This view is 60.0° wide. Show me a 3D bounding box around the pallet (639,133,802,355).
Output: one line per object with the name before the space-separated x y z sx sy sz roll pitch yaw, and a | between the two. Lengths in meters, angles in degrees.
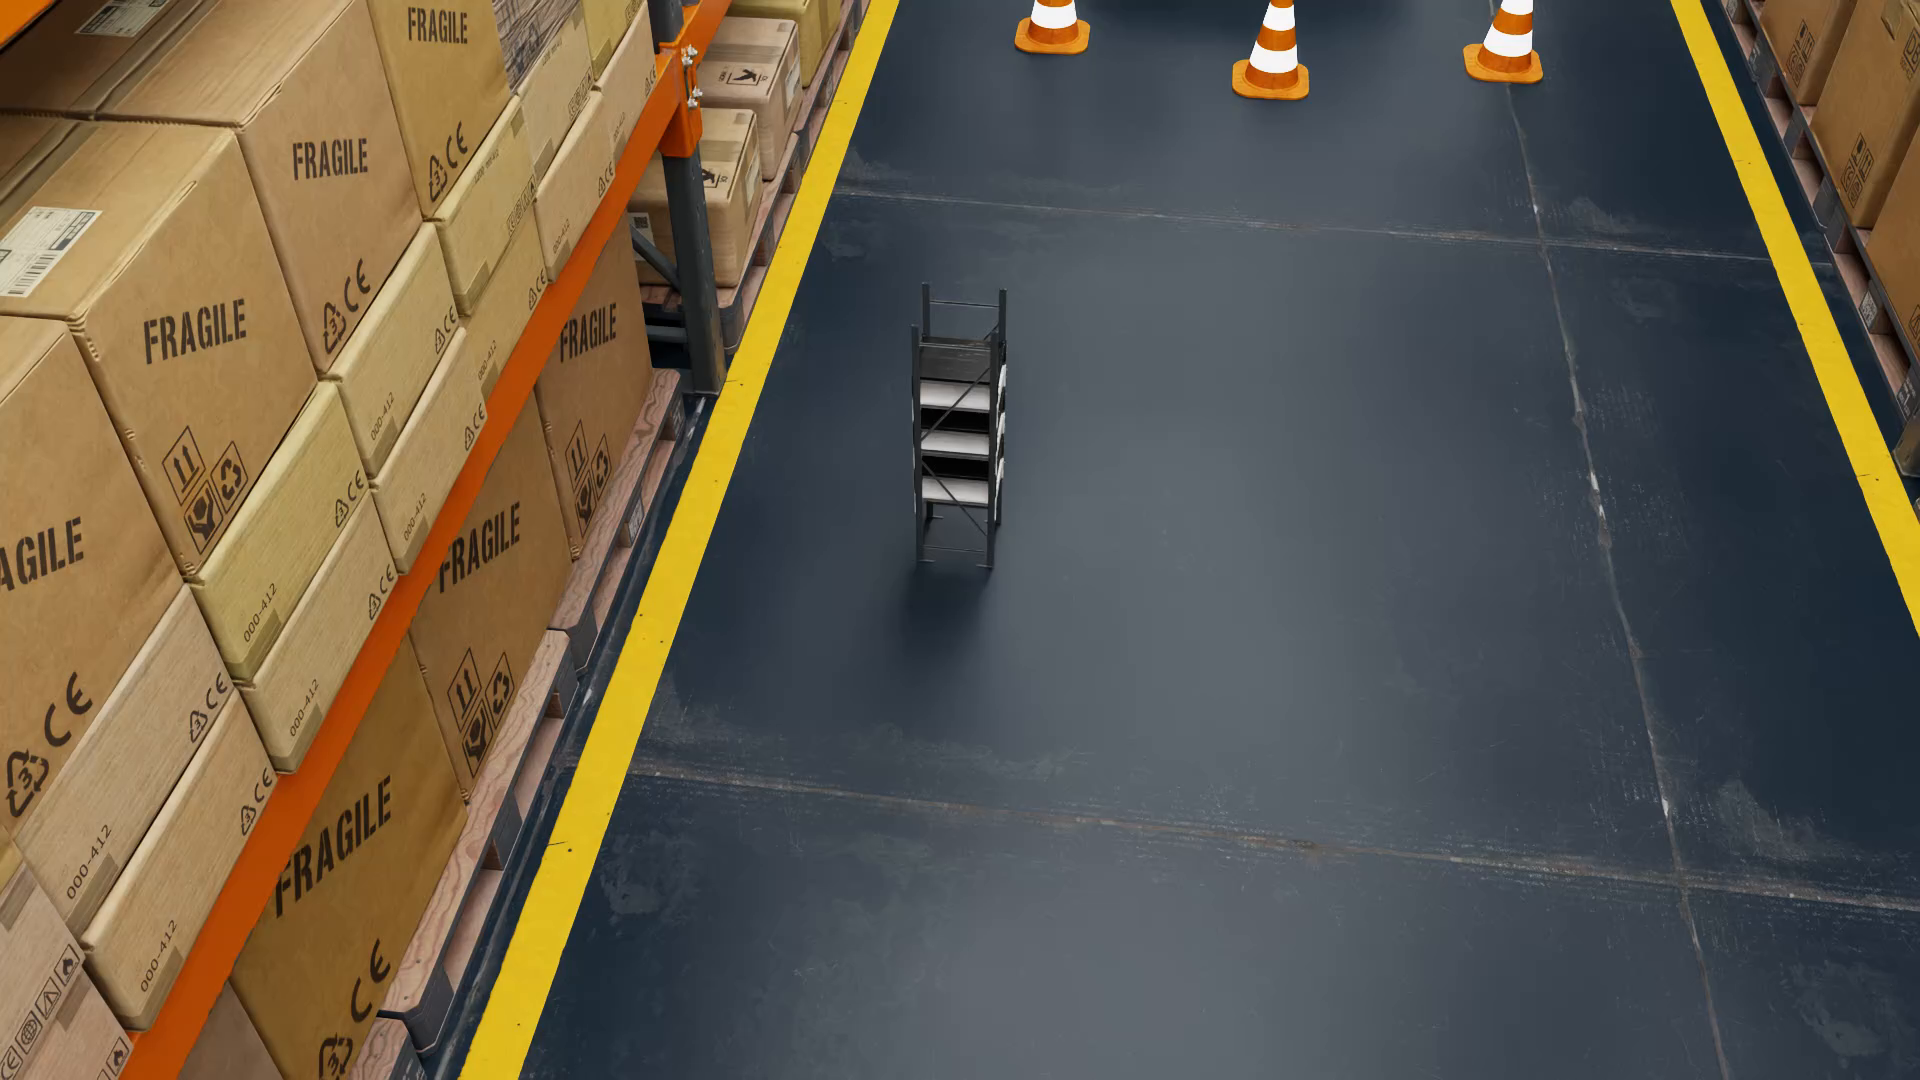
pallet | -1.218 -1.190 6.353 1.003 0.211 1.213 5 44 6

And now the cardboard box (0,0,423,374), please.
cardboard box | -1.338 -0.661 2.966 0.500 0.500 0.500 5 44 5

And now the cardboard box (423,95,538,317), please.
cardboard box | -1.247 -0.743 3.599 0.500 0.250 0.500 4 44 4

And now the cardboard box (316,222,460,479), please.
cardboard box | -1.315 -0.389 3.225 0.500 0.250 0.500 4 44 4

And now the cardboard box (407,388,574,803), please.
cardboard box | -1.619 0.020 4.287 0.875 0.875 0.875 6 44 6

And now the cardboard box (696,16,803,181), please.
cardboard box | -1.149 -1.756 6.529 0.950 0.372 0.625 4 44 5

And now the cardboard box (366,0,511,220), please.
cardboard box | -1.264 -1.005 3.330 0.500 0.500 0.500 5 44 6

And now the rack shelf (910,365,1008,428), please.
rack shelf | -0.001 -0.428 4.834 0.258 0.077 0.200 5 44 6

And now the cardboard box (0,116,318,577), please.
cardboard box | -1.400 -0.308 2.593 0.500 0.500 0.500 4 44 4

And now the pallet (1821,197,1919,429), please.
pallet | 3.776 -0.807 5.948 1.003 0.211 1.213 5 44 6

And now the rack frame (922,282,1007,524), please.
rack frame | 0.012 -0.391 5.008 0.240 0.900 0.006 5 44 6

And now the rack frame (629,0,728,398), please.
rack frame | -1.323 -1.670 4.832 1.000 3.000 0.127 5 44 6

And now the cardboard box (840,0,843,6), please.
cardboard box | -0.953 -2.746 7.574 0.950 0.372 0.625 8 44 8

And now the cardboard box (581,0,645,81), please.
cardboard box | -1.135 -1.444 4.338 0.500 0.250 0.500 5 44 5

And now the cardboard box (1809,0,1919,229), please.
cardboard box | 3.879 -1.627 6.118 1.050 0.750 0.750 6 44 6

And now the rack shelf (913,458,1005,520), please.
rack shelf | -0.001 -0.166 5.081 0.258 0.077 0.200 5 44 6

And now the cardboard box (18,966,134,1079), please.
cardboard box | -1.532 0.835 2.296 0.500 0.250 0.500 4 44 5

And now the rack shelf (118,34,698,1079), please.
rack shelf | -1.588 -0.046 3.640 1.077 0.370 4.000 5 44 6

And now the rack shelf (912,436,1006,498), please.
rack shelf | -0.001 -0.232 5.020 0.258 0.077 0.200 5 44 6

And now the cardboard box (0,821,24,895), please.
cardboard box | -1.509 0.383 1.864 0.500 0.500 0.500 6 44 6

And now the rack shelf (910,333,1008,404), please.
rack shelf | -0.001 -0.493 4.772 0.258 0.077 0.200 5 44 6

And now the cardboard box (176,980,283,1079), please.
cardboard box | -1.849 1.246 2.993 0.875 0.875 0.875 6 44 7

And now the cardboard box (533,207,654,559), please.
cardboard box | -1.497 -0.588 4.929 0.875 0.875 0.875 5 44 5

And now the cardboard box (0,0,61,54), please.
cardboard box | -1.841 -0.722 3.030 0.500 0.500 0.500 6 44 6

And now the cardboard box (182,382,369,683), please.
cardboard box | -1.380 -0.044 2.861 0.500 0.250 0.500 6 44 6

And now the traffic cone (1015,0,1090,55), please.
traffic cone | 0.429 -2.502 7.556 0.336 0.463 0.334 5 44 6

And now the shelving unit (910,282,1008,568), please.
shelving unit | -0.001 -0.321 4.935 0.258 0.900 0.210 5 44 6

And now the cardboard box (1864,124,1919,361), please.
cardboard box | 3.766 -1.031 5.488 1.050 0.750 0.750 5 44 5

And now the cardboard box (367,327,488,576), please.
cardboard box | -1.306 -0.206 3.395 0.500 0.250 0.500 5 44 5

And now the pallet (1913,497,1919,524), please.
pallet | 3.492 0.256 4.826 1.003 0.211 1.213 5 44 6

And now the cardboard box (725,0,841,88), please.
cardboard box | -1.043 -2.272 7.074 0.950 0.372 0.625 7 44 7

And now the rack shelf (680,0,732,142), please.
rack shelf | -1.059 -2.772 6.519 1.077 0.370 4.000 5 44 6

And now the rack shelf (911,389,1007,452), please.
rack shelf | -0.001 -0.362 4.896 0.258 0.077 0.200 5 44 6

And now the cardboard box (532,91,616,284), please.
cardboard box | -1.185 -0.897 4.125 0.500 0.250 0.500 6 44 6

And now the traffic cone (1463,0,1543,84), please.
traffic cone | 2.452 -2.317 7.360 0.336 0.463 0.334 5 44 6

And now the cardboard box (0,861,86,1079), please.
cardboard box | -1.514 0.655 2.122 0.500 0.250 0.500 4 44 4

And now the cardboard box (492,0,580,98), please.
cardboard box | -1.192 -1.343 3.686 0.500 0.500 0.500 6 44 6

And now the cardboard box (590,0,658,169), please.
cardboard box | -1.133 -1.247 4.494 0.500 0.250 0.500 4 44 4

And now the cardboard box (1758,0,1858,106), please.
cardboard box | 4.001 -2.262 6.788 1.050 0.750 0.750 5 44 6

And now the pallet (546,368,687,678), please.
pallet | -1.502 -0.127 5.230 1.003 0.211 1.213 5 44 6

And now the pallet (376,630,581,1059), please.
pallet | -1.666 0.702 4.355 1.003 0.211 1.213 5 44 6

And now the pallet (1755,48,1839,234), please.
pallet | 3.939 -1.636 6.824 1.003 0.211 1.213 5 44 6

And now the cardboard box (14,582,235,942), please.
cardboard box | -1.473 0.297 2.500 0.500 0.250 0.500 6 44 6

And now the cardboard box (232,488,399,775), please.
cardboard box | -1.382 0.134 3.036 0.500 0.250 0.500 5 44 5

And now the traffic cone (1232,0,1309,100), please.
traffic cone | 1.382 -2.214 7.251 0.336 0.463 0.334 5 44 6

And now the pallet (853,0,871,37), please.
pallet | -0.896 -2.853 8.109 1.003 0.211 1.213 5 44 6

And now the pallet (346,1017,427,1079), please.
pallet | -1.825 1.536 3.474 1.003 0.211 1.213 5 44 6

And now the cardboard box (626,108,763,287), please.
cardboard box | -1.239 -1.252 5.997 0.950 0.372 0.625 3 43 3

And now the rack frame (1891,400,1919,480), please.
rack frame | 3.597 -1.289 4.429 1.000 3.000 0.127 5 44 6

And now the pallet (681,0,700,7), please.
pallet | -1.335 -2.095 5.421 1.213 0.211 1.003 5 44 6

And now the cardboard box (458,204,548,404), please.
cardboard box | -1.267 -0.556 3.764 0.500 0.250 0.500 5 44 5

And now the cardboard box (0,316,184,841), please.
cardboard box | -1.469 0.034 2.233 0.500 0.500 0.500 5 44 5

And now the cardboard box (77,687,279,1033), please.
cardboard box | -1.465 0.482 2.668 0.500 0.250 0.500 4 44 4

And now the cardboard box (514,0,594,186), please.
cardboard box | -1.199 -1.094 3.969 0.500 0.250 0.500 4 44 4

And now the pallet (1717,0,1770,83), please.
pallet | 4.098 -2.469 7.705 1.003 0.211 1.213 5 44 6

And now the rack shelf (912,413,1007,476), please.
rack shelf | -0.001 -0.297 4.958 0.258 0.077 0.200 5 44 6

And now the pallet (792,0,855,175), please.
pallet | -1.055 -2.019 7.228 1.003 0.211 1.213 5 44 6

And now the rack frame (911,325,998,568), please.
rack frame | -0.015 -0.252 4.862 0.240 0.900 0.006 5 44 6

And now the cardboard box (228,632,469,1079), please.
cardboard box | -1.738 0.629 3.644 0.875 0.875 0.875 6 44 7
